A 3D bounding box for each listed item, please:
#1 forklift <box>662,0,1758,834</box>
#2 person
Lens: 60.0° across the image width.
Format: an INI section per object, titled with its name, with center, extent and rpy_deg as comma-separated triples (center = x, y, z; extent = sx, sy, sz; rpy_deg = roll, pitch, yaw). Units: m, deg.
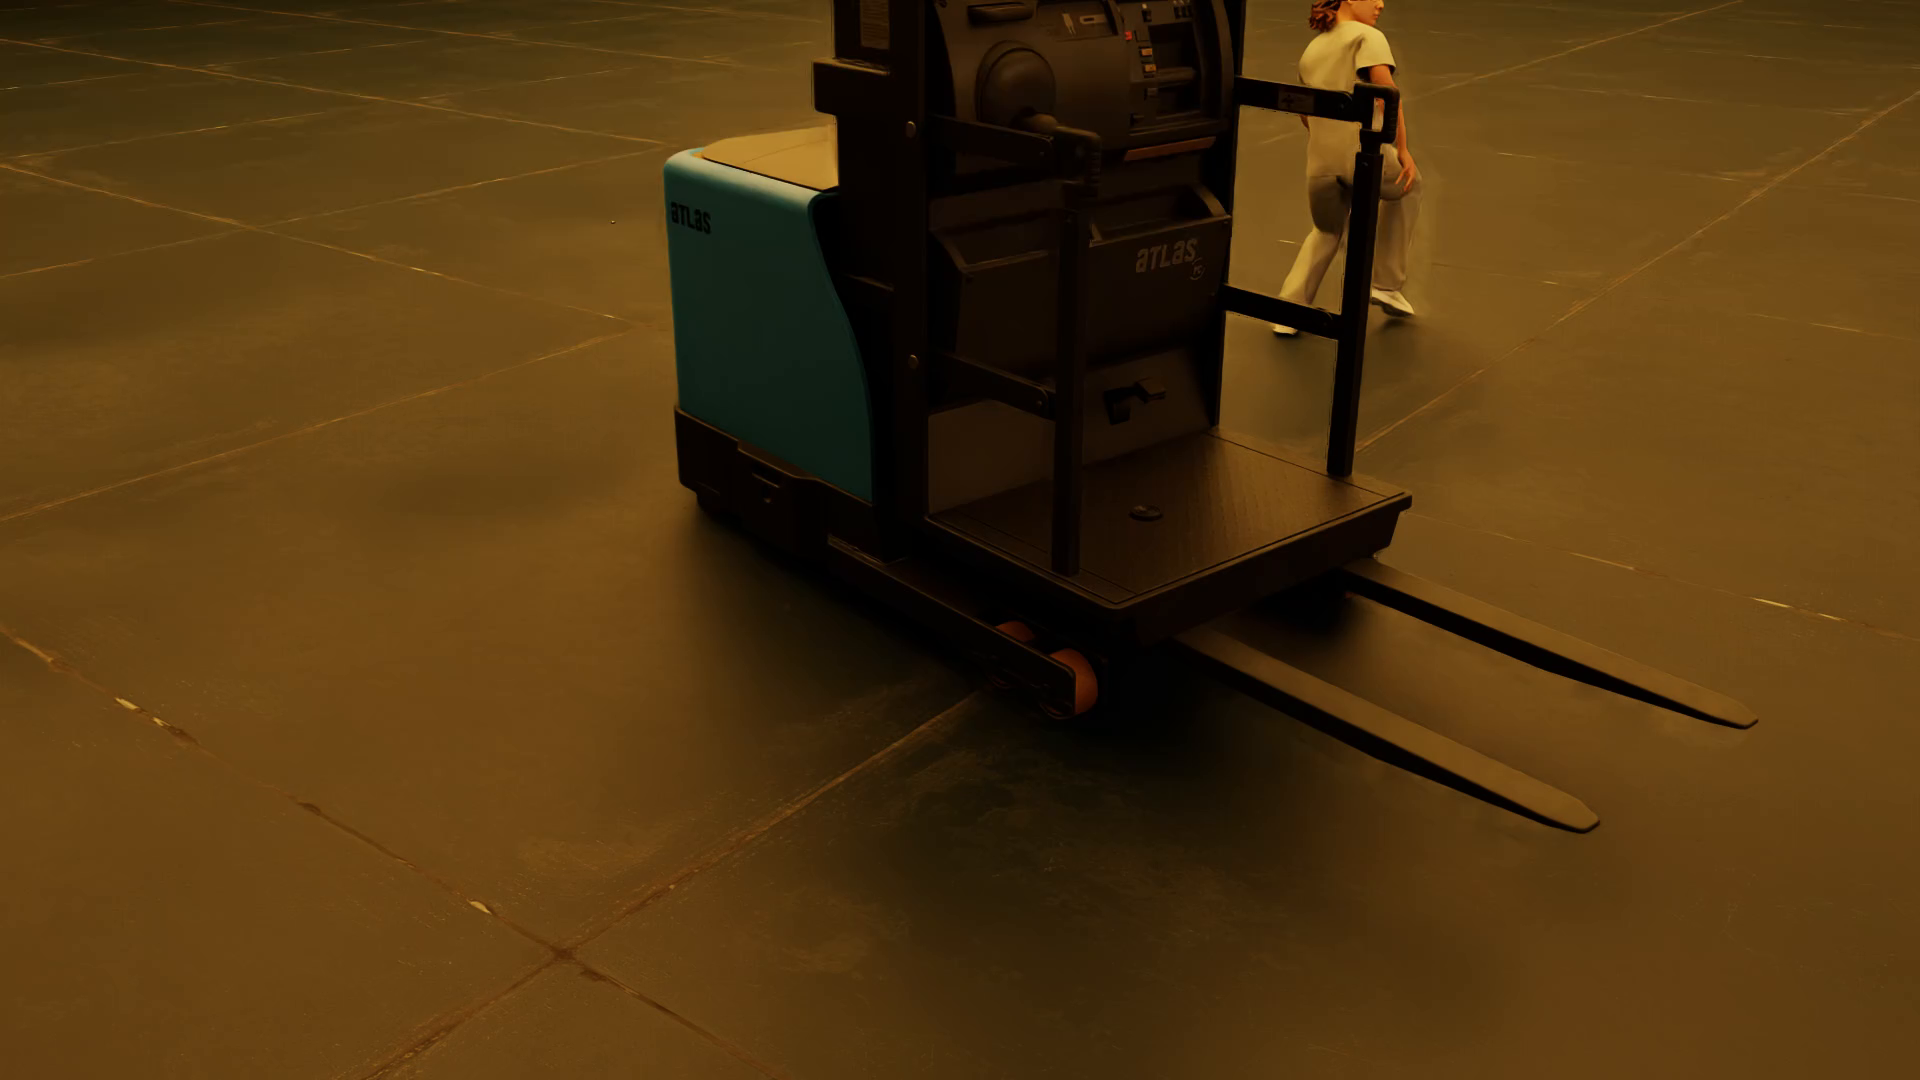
[forklift]
center = 0.453, -1.146, 3.861
extent = 1.130, 2.935, 3.031
rpy_deg = -18, 29, -36
[person]
center = 1.628, -1.527, 6.633
extent = 0.667, 1.458, 0.674
rpy_deg = 18, 30, 36
